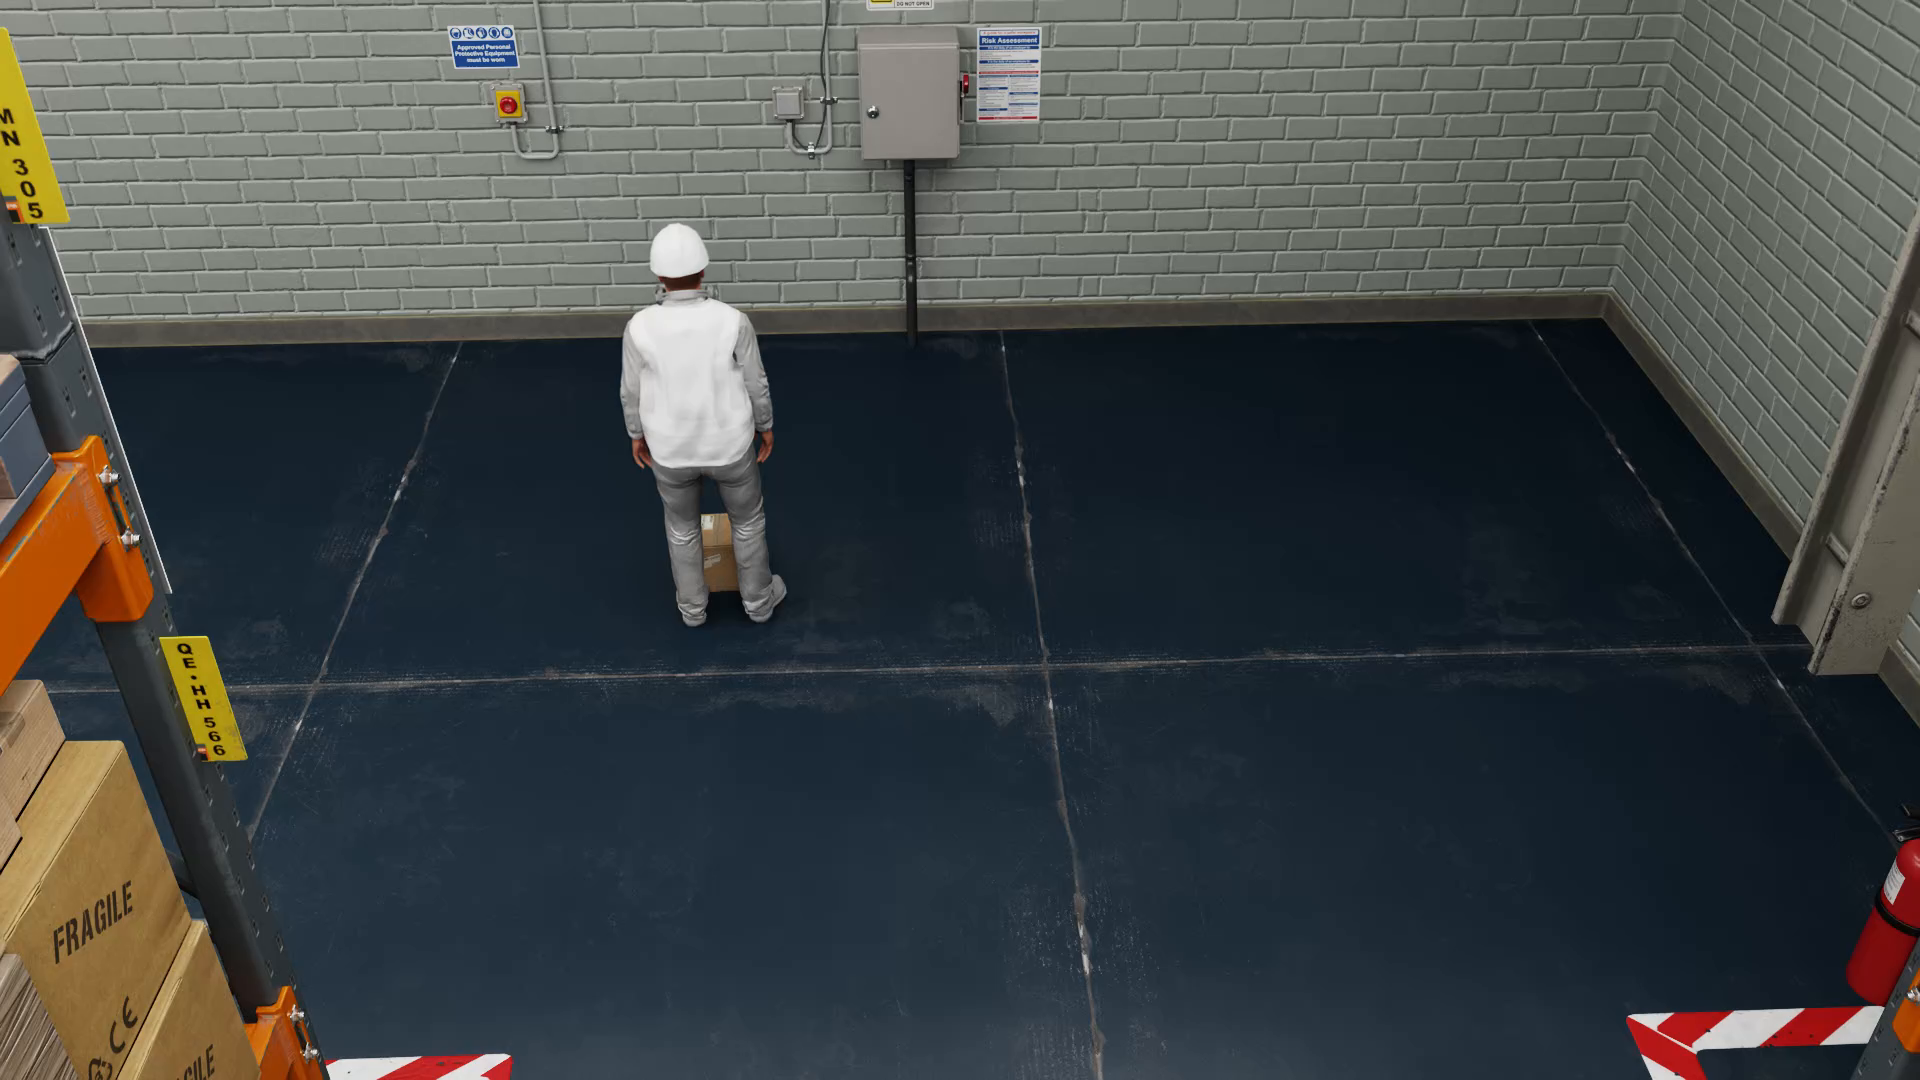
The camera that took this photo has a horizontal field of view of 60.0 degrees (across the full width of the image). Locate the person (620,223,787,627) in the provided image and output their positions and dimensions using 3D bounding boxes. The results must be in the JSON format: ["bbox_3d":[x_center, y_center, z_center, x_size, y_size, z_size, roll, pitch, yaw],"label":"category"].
[{"bbox_3d":[-1.047,-0.421,6.725,0.589,1.769,0.461,-3,35,-4],"label":"person"}]
